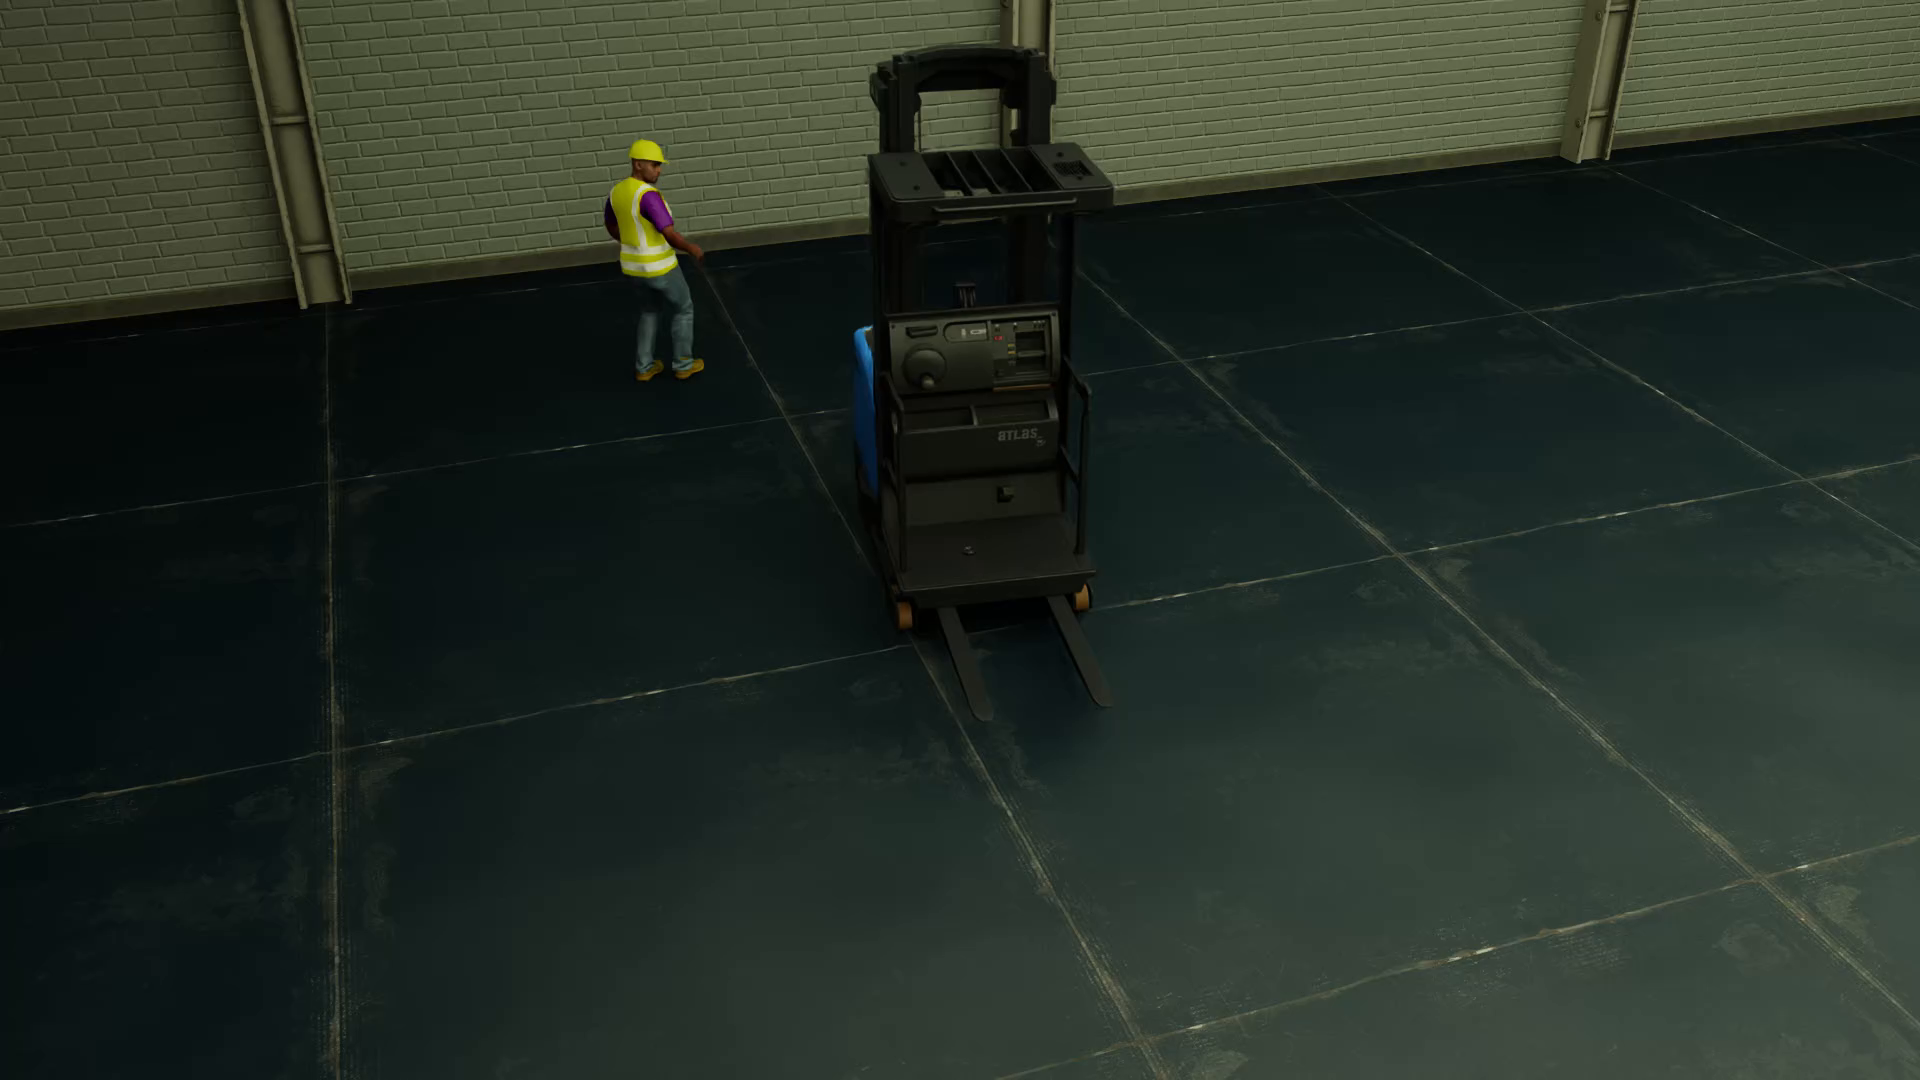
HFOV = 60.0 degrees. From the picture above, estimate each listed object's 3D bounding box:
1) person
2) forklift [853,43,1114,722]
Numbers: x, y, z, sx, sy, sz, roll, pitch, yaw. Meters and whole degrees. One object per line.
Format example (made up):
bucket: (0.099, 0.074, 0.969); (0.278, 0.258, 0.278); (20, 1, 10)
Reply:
person: (-2.153, -1.962, 11.727); (0.791, 1.718, 0.516); (20, 35, 30)
forklift: (0.125, -0.972, 8.777); (1.130, 2.935, 3.031); (-6, 30, -10)
